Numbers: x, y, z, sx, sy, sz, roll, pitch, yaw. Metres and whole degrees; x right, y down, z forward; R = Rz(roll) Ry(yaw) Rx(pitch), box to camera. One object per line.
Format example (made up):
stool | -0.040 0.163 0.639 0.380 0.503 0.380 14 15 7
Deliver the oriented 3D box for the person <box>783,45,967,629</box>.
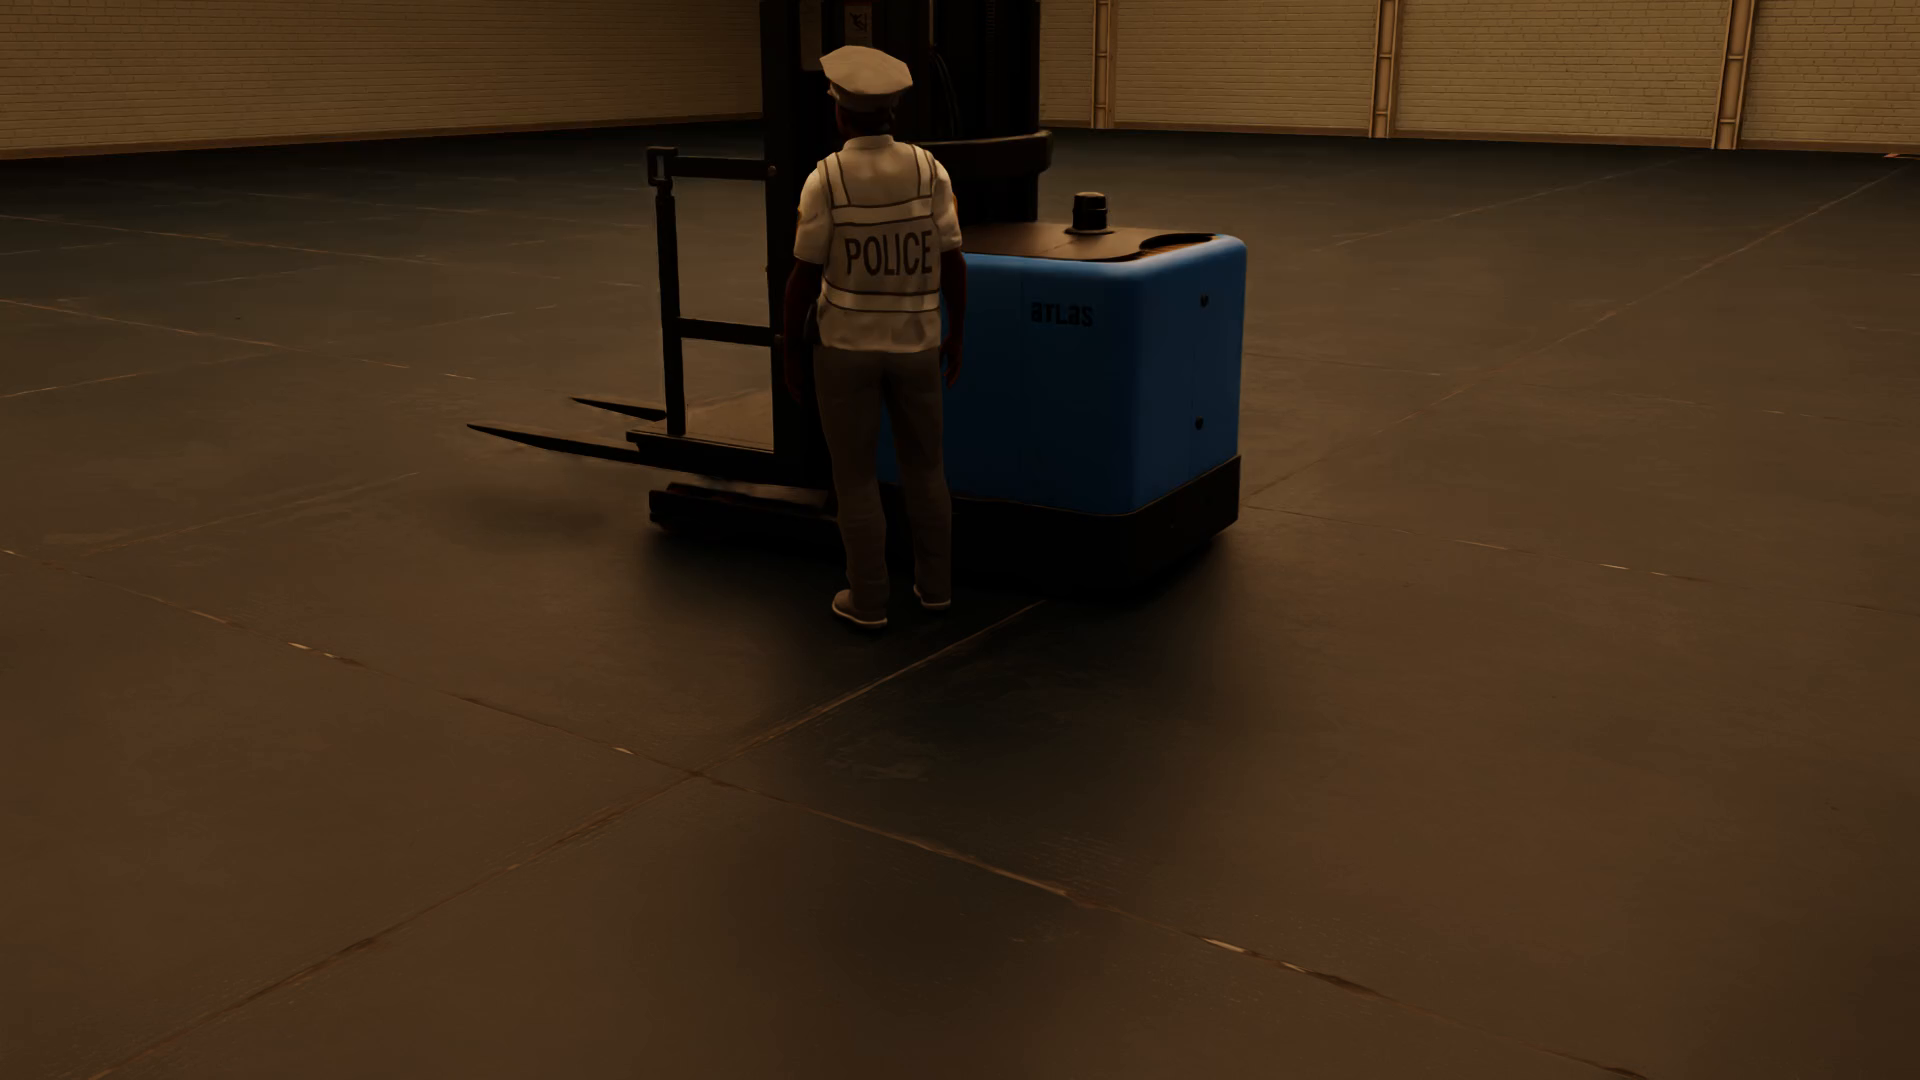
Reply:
person | -0.251 -0.572 4.895 0.566 1.697 0.508 -5 17 -17

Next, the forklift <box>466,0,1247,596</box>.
forklift | -0.532 -1.520 5.914 3.031 2.935 1.130 10 19 29
